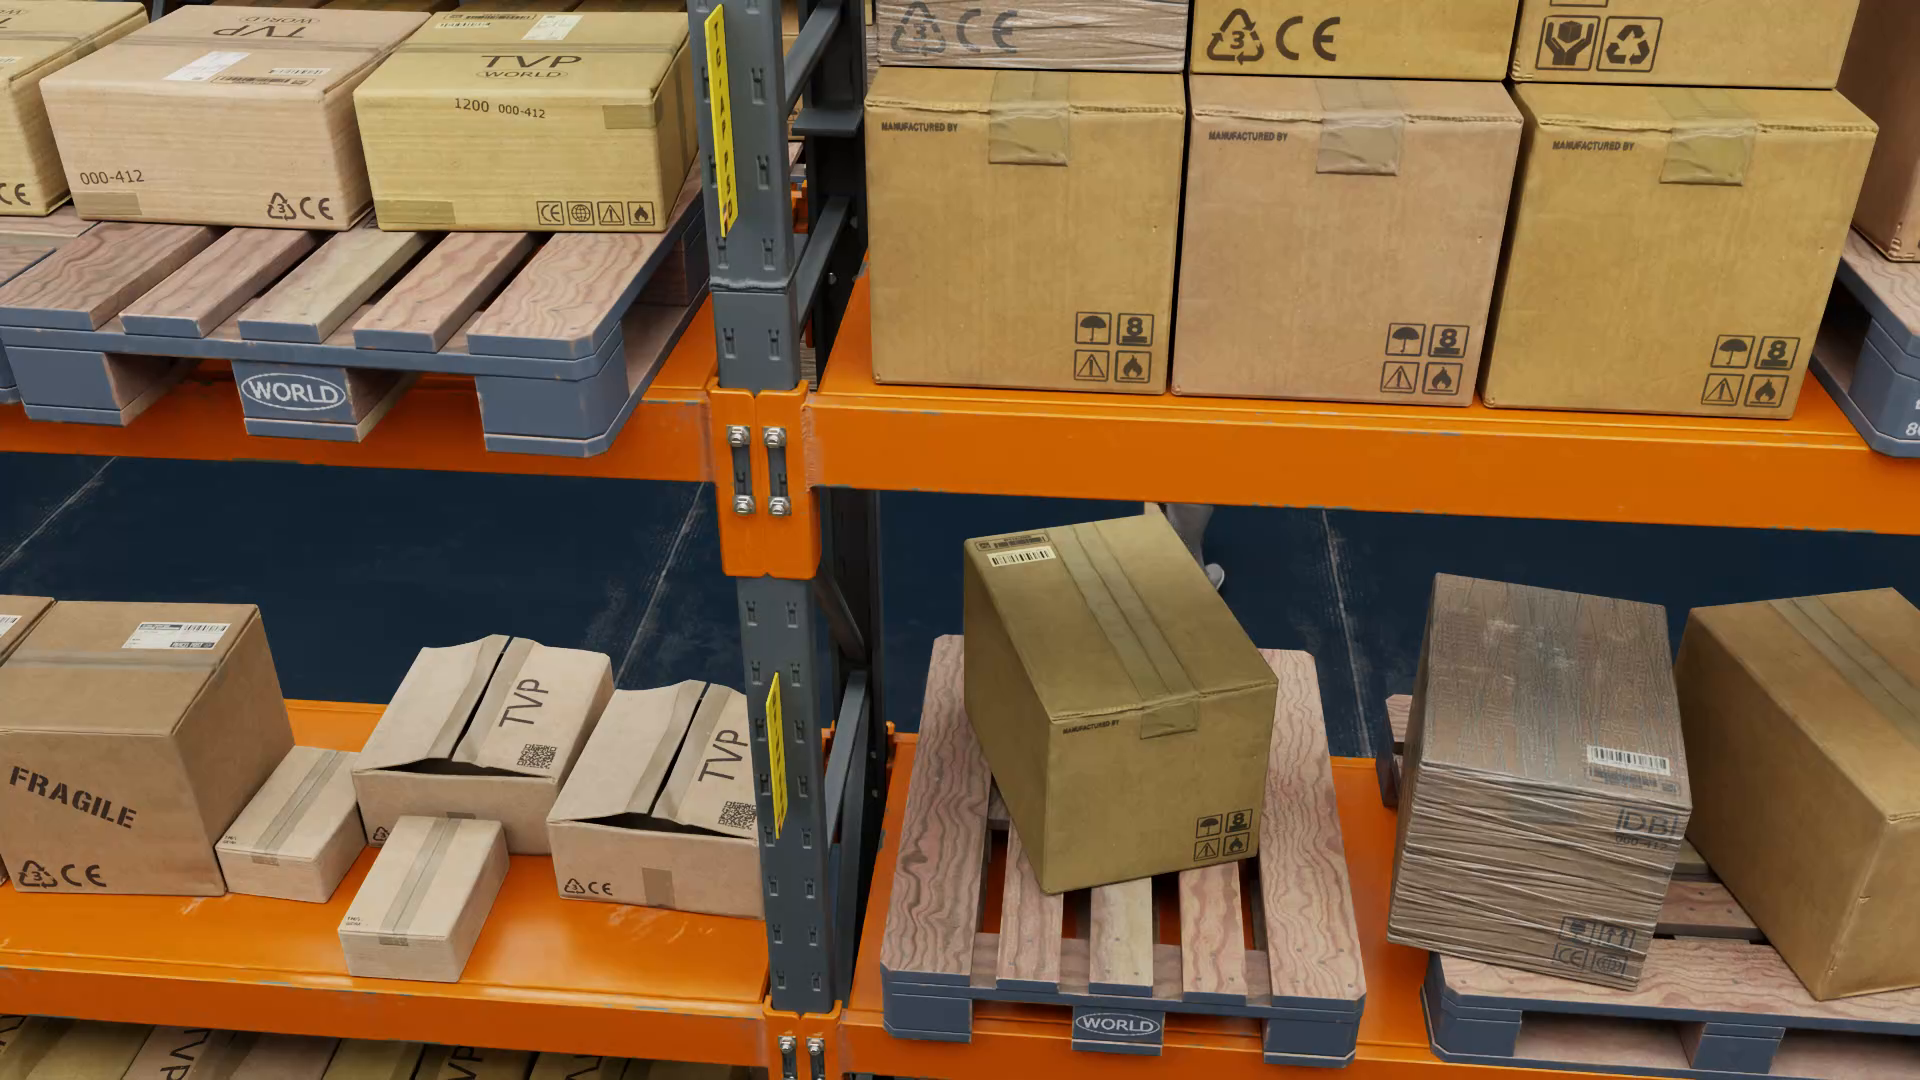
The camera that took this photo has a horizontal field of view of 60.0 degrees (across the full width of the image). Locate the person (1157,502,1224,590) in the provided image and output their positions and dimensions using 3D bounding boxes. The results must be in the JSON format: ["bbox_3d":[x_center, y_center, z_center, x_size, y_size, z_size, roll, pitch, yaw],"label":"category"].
[{"bbox_3d":[0.938,-0.316,6.633,0.536,1.626,0.865,21,38,30],"label":"person"}]
